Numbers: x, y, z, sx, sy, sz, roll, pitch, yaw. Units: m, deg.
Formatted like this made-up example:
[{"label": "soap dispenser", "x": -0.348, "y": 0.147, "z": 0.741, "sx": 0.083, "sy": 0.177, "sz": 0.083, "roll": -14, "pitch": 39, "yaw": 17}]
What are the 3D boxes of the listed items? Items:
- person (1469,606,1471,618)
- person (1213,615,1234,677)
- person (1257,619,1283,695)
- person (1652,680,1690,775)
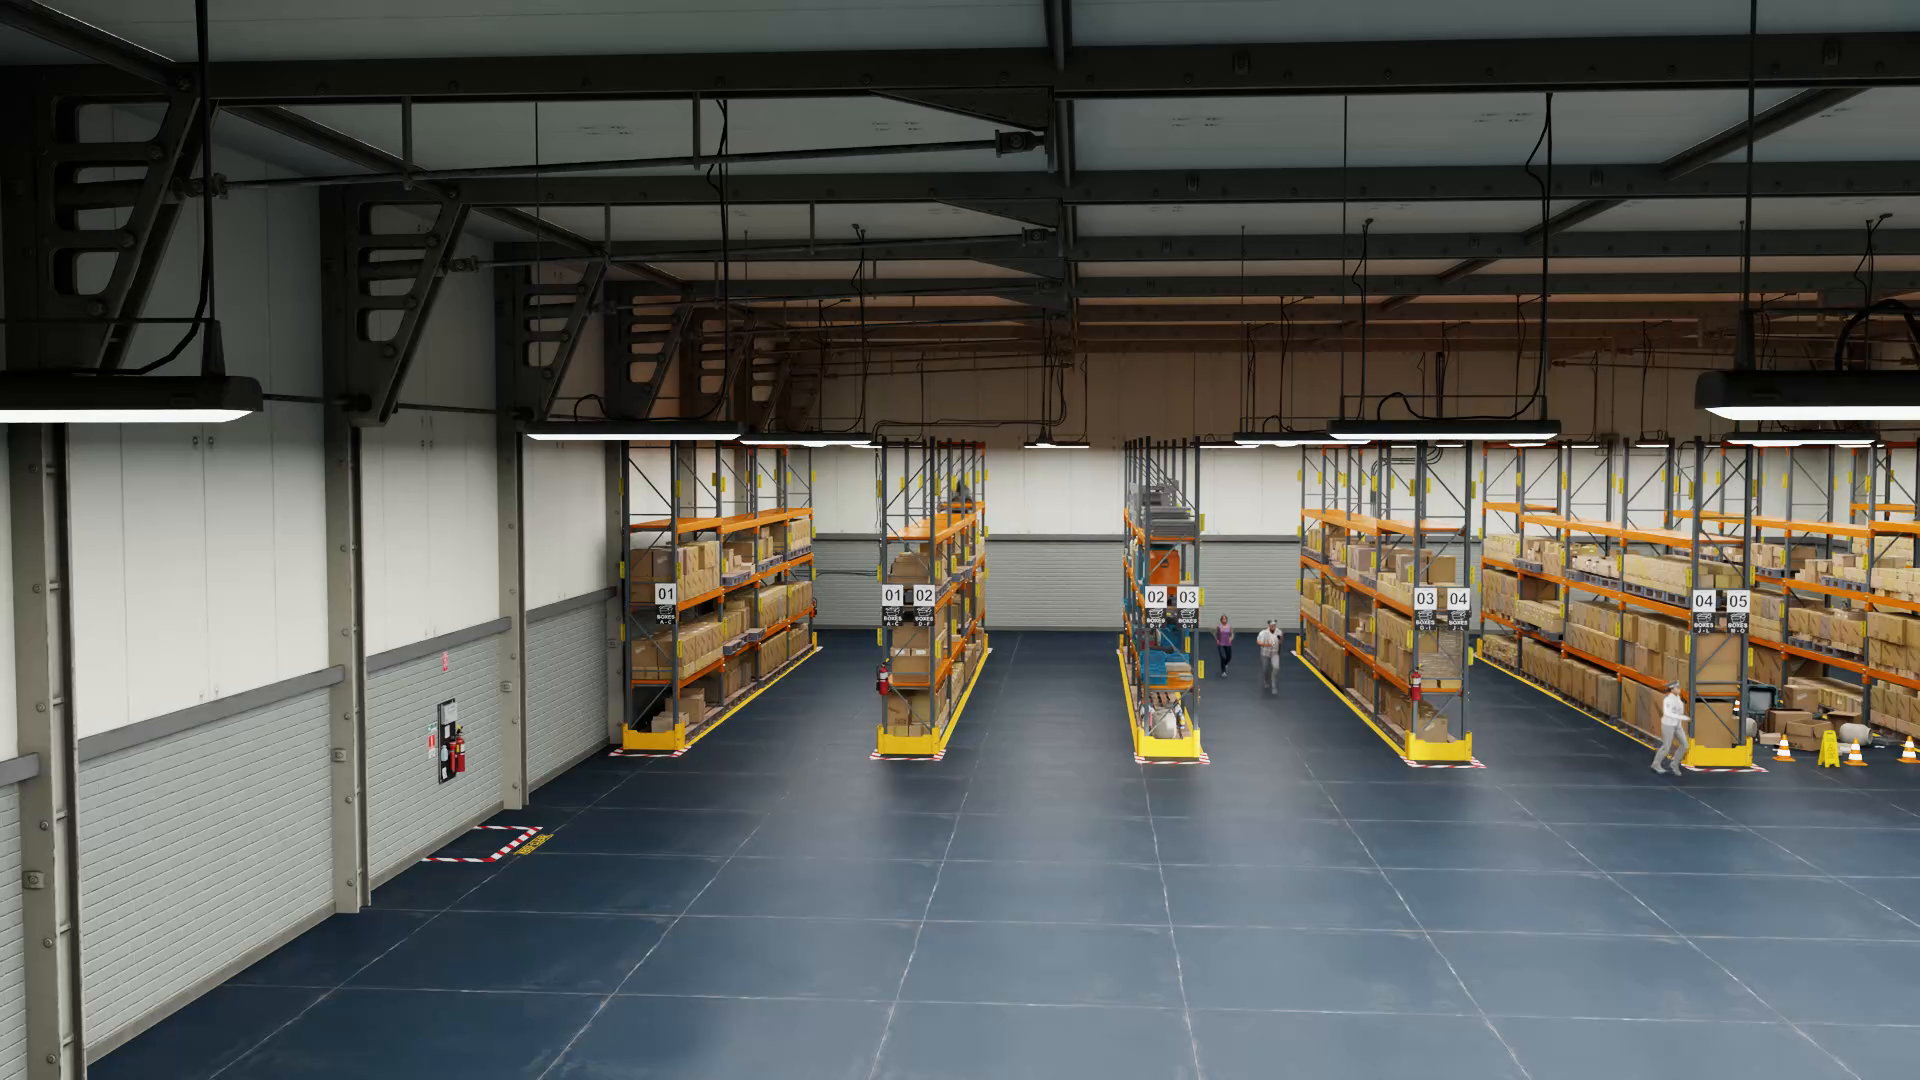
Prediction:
[{"label": "person", "x": 14.307, "y": 2.354, "z": 47.645, "sx": 0.557, "sy": 1.673, "sz": 0.765, "roll": 0, "pitch": 3, "yaw": 7}, {"label": "person", "x": 6.710, "y": 2.681, "z": 42.350, "sx": 0.539, "sy": 1.551, "sz": 0.622, "roll": 0, "pitch": 3, "yaw": 0}, {"label": "person", "x": 7.361, "y": 2.751, "z": 39.560, "sx": 0.658, "sy": 1.798, "sz": 1.015, "roll": 0, "pitch": 3, "yaw": 2}, {"label": "person", "x": 12.621, "y": 3.323, "z": 29.419, "sx": 0.631, "sy": 1.740, "sz": 0.701, "roll": -2, "pitch": 4, "yaw": -36}]
